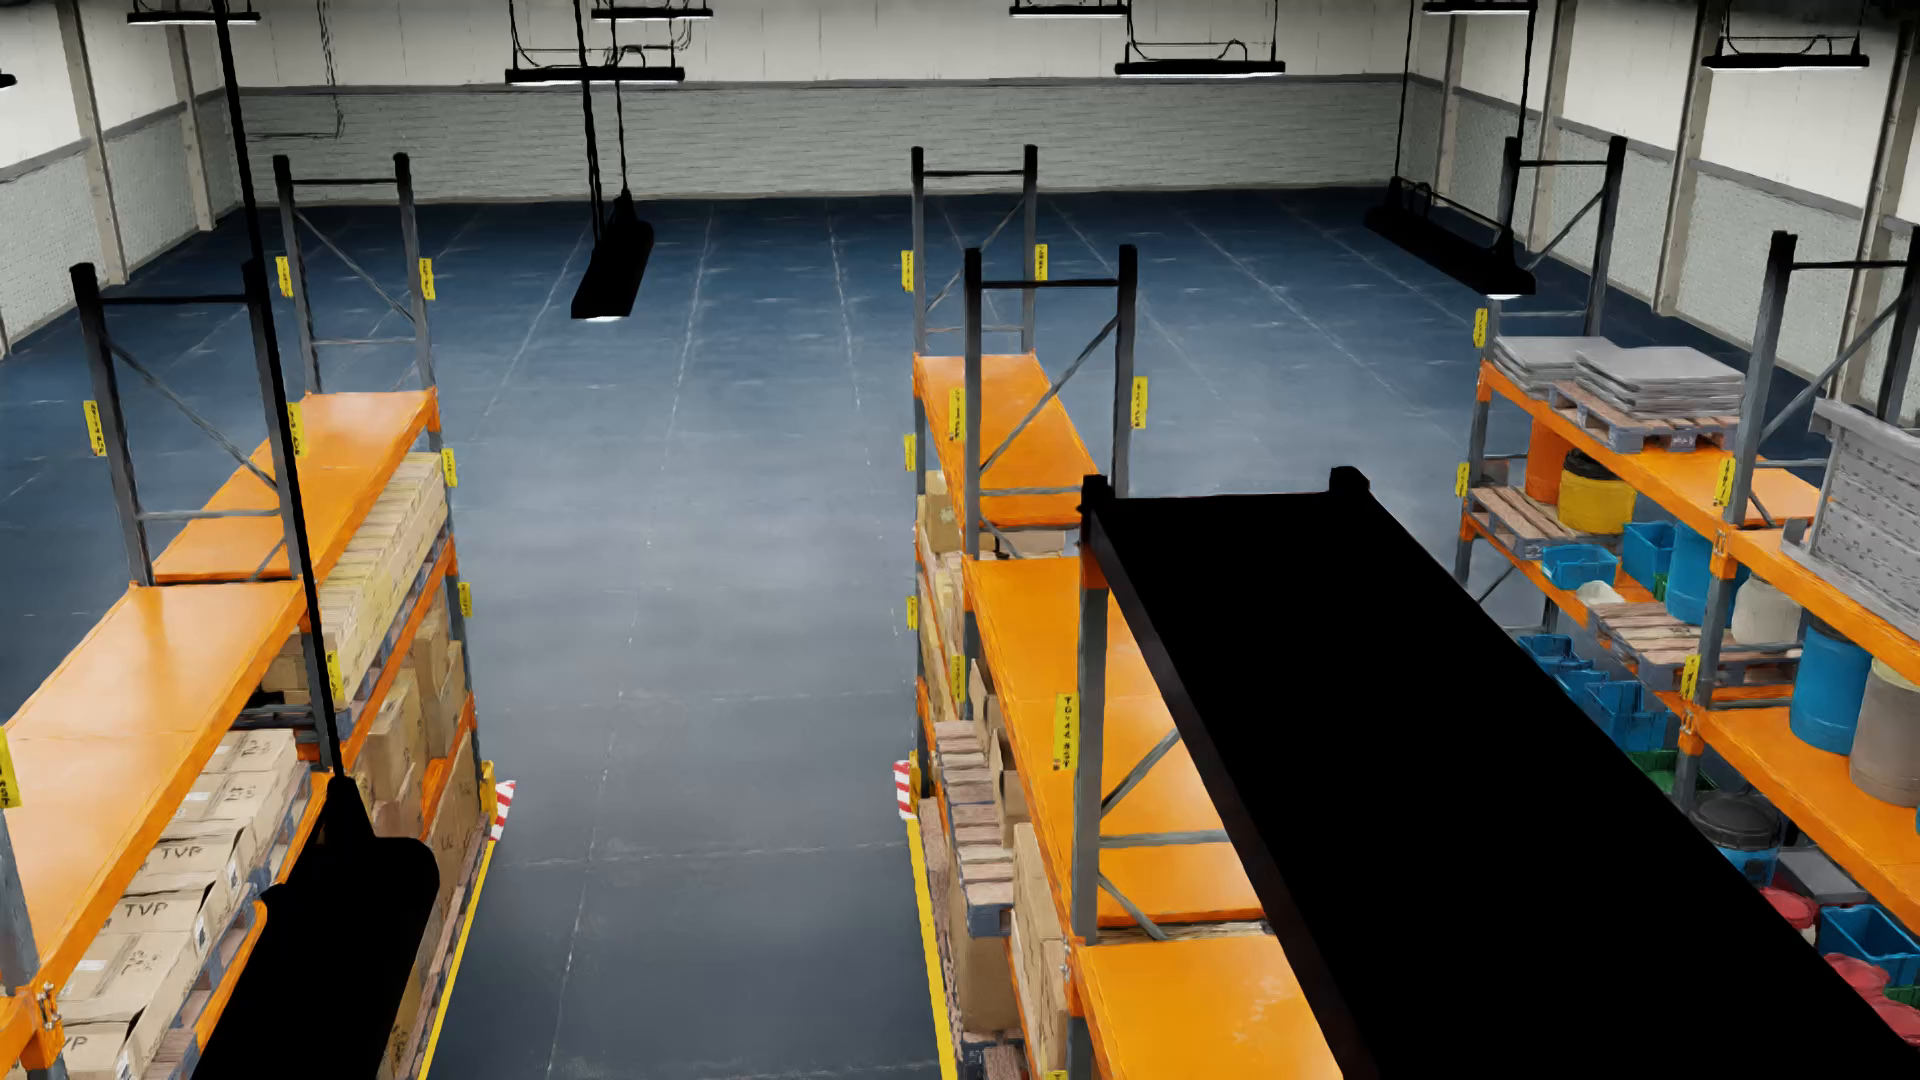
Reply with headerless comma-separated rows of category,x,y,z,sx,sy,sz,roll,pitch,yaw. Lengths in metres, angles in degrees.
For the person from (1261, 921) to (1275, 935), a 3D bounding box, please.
person,2.101,3.175,11.276,0.558,1.736,0.925,4,22,9
